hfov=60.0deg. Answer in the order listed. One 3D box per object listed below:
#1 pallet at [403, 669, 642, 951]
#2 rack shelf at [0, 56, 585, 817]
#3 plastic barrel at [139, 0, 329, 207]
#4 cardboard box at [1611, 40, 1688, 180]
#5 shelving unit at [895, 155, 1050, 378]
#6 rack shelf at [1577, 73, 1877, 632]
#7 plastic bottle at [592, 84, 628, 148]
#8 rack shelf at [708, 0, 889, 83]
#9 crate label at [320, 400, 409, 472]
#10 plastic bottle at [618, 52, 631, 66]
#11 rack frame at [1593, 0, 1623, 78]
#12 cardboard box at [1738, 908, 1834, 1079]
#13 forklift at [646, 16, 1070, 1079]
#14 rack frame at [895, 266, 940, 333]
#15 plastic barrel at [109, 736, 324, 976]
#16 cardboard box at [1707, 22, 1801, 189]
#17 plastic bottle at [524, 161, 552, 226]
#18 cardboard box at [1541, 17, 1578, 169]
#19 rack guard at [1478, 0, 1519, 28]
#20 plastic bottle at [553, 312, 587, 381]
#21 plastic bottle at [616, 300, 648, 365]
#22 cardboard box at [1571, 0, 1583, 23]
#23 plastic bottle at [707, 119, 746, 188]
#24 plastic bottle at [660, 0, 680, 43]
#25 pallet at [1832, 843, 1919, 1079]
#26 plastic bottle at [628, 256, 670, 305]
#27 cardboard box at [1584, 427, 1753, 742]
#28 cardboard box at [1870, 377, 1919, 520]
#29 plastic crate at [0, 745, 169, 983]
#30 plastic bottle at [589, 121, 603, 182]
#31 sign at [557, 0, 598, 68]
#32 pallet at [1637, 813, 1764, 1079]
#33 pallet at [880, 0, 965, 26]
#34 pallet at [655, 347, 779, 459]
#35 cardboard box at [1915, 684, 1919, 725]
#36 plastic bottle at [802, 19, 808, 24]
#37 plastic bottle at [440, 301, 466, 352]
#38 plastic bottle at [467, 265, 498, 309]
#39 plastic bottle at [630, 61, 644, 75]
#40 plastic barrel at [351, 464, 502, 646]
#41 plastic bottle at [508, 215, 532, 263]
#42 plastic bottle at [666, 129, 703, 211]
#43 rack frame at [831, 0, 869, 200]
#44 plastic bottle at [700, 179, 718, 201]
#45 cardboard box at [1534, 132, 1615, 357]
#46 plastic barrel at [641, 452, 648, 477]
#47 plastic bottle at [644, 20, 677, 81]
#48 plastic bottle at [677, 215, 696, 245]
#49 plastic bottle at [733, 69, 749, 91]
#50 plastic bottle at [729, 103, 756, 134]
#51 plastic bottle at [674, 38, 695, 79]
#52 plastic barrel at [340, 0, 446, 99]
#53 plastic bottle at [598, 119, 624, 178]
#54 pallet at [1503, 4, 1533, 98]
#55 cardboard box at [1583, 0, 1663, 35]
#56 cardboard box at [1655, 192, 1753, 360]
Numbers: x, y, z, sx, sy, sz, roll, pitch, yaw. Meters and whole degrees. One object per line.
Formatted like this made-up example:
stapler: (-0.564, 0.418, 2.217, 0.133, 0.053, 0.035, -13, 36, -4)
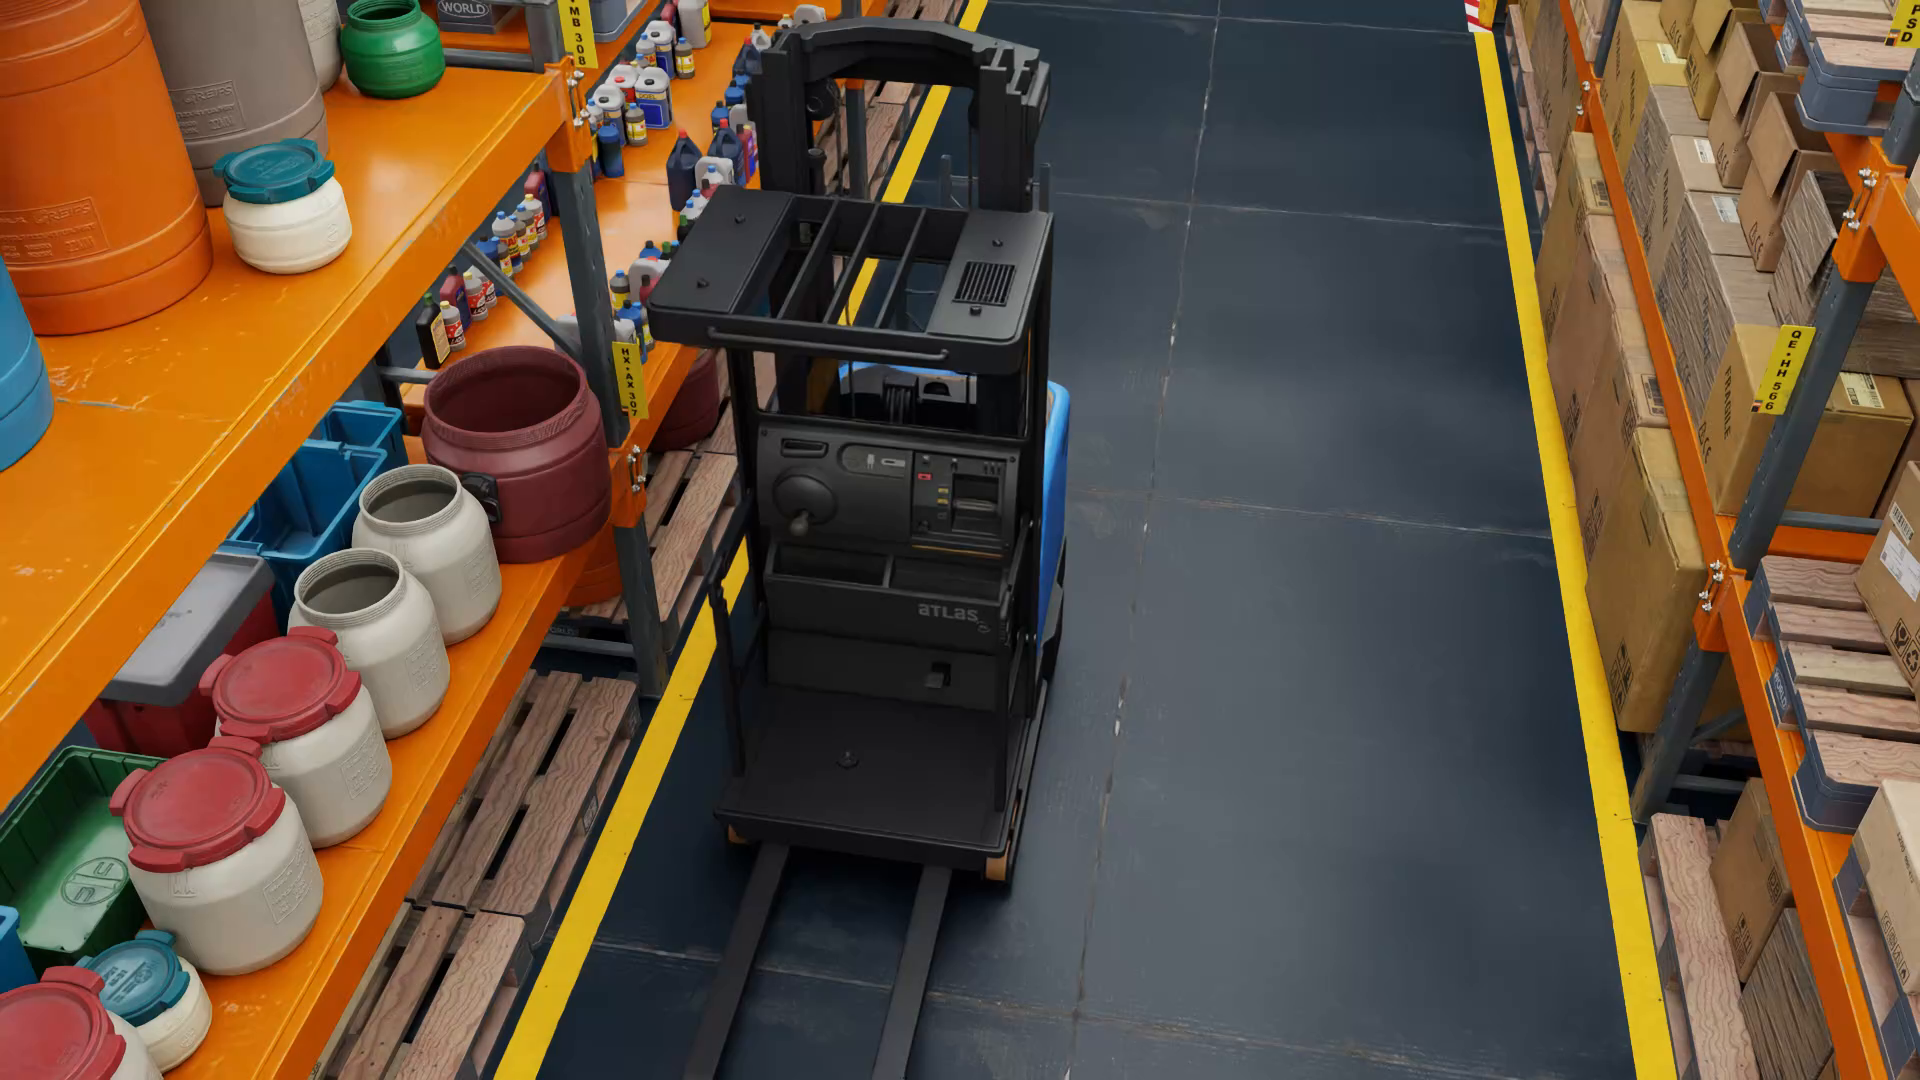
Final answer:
pallet: (-1.917, 0.984, 6.491, 1.003, 0.211, 1.213, 6, 40, 8)
rack shelf: (-2.091, -0.197, 3.941, 1.077, 0.370, 4.000, 6, 40, 8)
plastic barrel: (-2.100, -1.431, 4.476, 0.600, 0.901, 0.600, 0, 40, 0)
cardboard box: (3.414, -1.999, 7.832, 0.500, 0.500, 0.500, 6, 40, 8)
shelving unit: (0.074, -0.839, 7.684, 0.587, 1.500, 1.083, 7, 40, 8)
rack shelf: (3.480, -1.005, 7.273, 1.077, 0.370, 4.000, 6, 40, 8)
plastic bottle: (-1.708, -2.060, 8.082, 0.152, 0.276, 0.135, 6, 40, 8)
rack shelf: (-0.706, -4.061, 10.969, 1.077, 0.370, 4.000, 6, 40, 8)
crate label: (-2.186, -0.285, 5.969, 0.303, 0.233, 0.416, 6, 40, 8)
plastic bottle: (-1.690, -2.298, 8.364, 0.061, 0.283, 0.133, 6, 40, 8)
rack frame: (3.826, -2.537, 8.562, 1.000, 3.000, 0.127, 6, 40, 8)
cardboard box: (2.954, 1.539, 5.248, 0.700, 0.500, 0.500, 3, 40, 4)
forklift: (-0.293, -0.097, 5.664, 1.130, 2.935, 3.031, 7, 40, 8)
rack frame: (-0.018, -0.514, 7.292, 0.500, 1.500, 0.032, 7, 40, 8)
plastic barrel: (-1.928, 0.848, 4.360, 0.433, 0.535, 0.433, 0, 40, 0)
cardboard box: (3.501, -1.739, 6.731, 0.797, 0.503, 0.637, 8, 40, 9)
plastic bottle: (-1.897, -1.546, 7.455, 0.061, 0.283, 0.133, 6, 40, 8)
cardboard box: (4.175, -2.850, 10.278, 0.875, 0.875, 0.875, 6, 40, 8)
rack guard: (4.522, -4.099, 12.413, 1.175, 0.500, 0.348, 6, 40, 8)
plastic bottle: (-1.501, -0.778, 6.531, 0.152, 0.276, 0.135, 6, 40, 8)
plastic bottle: (-1.304, -0.829, 6.597, 0.097, 0.271, 0.097, 0, 40, 0)
cardboard box: (3.645, -2.991, 9.307, 0.380, 0.149, 0.250, 6, 40, 7)
plastic bottle: (-1.080, -1.760, 7.660, 0.144, 0.351, 0.185, 6, 40, 8)
plastic bottle: (-1.559, -2.772, 8.937, 0.061, 0.283, 0.133, 6, 40, 8)
pallet: (2.832, 1.294, 4.078, 1.003, 0.211, 1.213, 6, 40, 8)
plastic bottle: (-1.271, -1.051, 6.862, 0.152, 0.276, 0.135, 6, 40, 8)
cardboard box: (3.274, 0.199, 6.590, 1.225, 0.875, 0.875, 5, 40, 6)
cardboard box: (3.486, -0.340, 5.826, 0.500, 0.500, 0.500, 8, 40, 9)
plastic crate: (-2.413, 0.895, 4.577, 0.450, 0.188, 0.662, 6, 40, 8)
plastic bottle: (-1.773, -1.867, 7.790, 0.144, 0.351, 0.185, 6, 40, 8)
sign: (-1.201, -1.632, 5.195, 0.100, 0.325, 0.005, 6, 40, 8)
pallet: (2.997, 1.538, 5.821, 1.003, 0.211, 1.213, 6, 40, 8)
pallet: (-0.541, -4.006, 12.526, 1.003, 0.211, 1.213, 6, 40, 8)
pallet: (-1.436, -0.761, 8.602, 1.003, 0.211, 1.213, 6, 40, 8)
cardboard box: (3.082, 0.477, 4.507, 0.700, 0.500, 0.500, 12, 41, 14)
plastic bottle: (-0.797, -2.605, 8.735, 0.061, 0.283, 0.133, 6, 40, 8)
plastic bottle: (-2.057, -0.868, 6.698, 0.097, 0.201, 0.097, 0, 40, 0)
plastic bottle: (-2.000, -1.074, 6.947, 0.097, 0.201, 0.097, 0, 40, 0)
plastic bottle: (-1.652, -2.337, 8.475, 0.097, 0.201, 0.097, 0, 40, 0)
plastic barrel: (-1.712, 0.053, 5.341, 0.421, 0.512, 0.421, 0, 40, 0)
plastic bottle: (-1.932, -1.318, 7.243, 0.097, 0.201, 0.097, 0, 40, 0)
plastic bottle: (-1.253, -1.692, 7.578, 0.144, 0.351, 0.185, 6, 40, 8)
rack frame: (-1.052, -3.083, 9.222, 1.000, 3.000, 0.127, 6, 40, 8)
plastic bottle: (-1.106, -1.484, 7.379, 0.061, 0.283, 0.133, 6, 40, 8)
cardboard box: (3.735, -1.476, 8.616, 1.225, 0.875, 0.875, 7, 40, 8)
plastic barrel: (-1.667, -0.449, 7.659, 0.421, 0.512, 0.421, 0, 40, 0)
plastic bottle: (-1.571, -2.557, 8.683, 0.152, 0.276, 0.135, 6, 40, 8)
plastic bottle: (-1.163, -1.278, 7.130, 0.061, 0.283, 0.133, 6, 40, 8)
plastic bottle: (-1.079, -2.207, 8.263, 0.097, 0.271, 0.097, 0, 40, 0)
plastic bottle: (-1.016, -1.977, 7.981, 0.152, 0.276, 0.135, 6, 40, 8)
plastic bottle: (-1.445, -2.527, 8.705, 0.097, 0.201, 0.097, 0, 40, 0)
plastic barrel: (-1.737, -1.509, 5.085, 0.294, 0.245, 0.294, 0, 40, 0)
plastic bottle: (-1.647, -1.851, 7.832, 0.097, 0.271, 0.097, 0, 40, 0)
pallet: (4.457, -3.462, 11.869, 1.003, 0.211, 1.213, 6, 40, 8)
cardboard box: (3.644, -2.900, 8.885, 0.500, 0.250, 0.500, 6, 40, 7)
cardboard box: (3.154, -1.041, 6.673, 0.500, 0.500, 0.500, 5, 40, 6)
